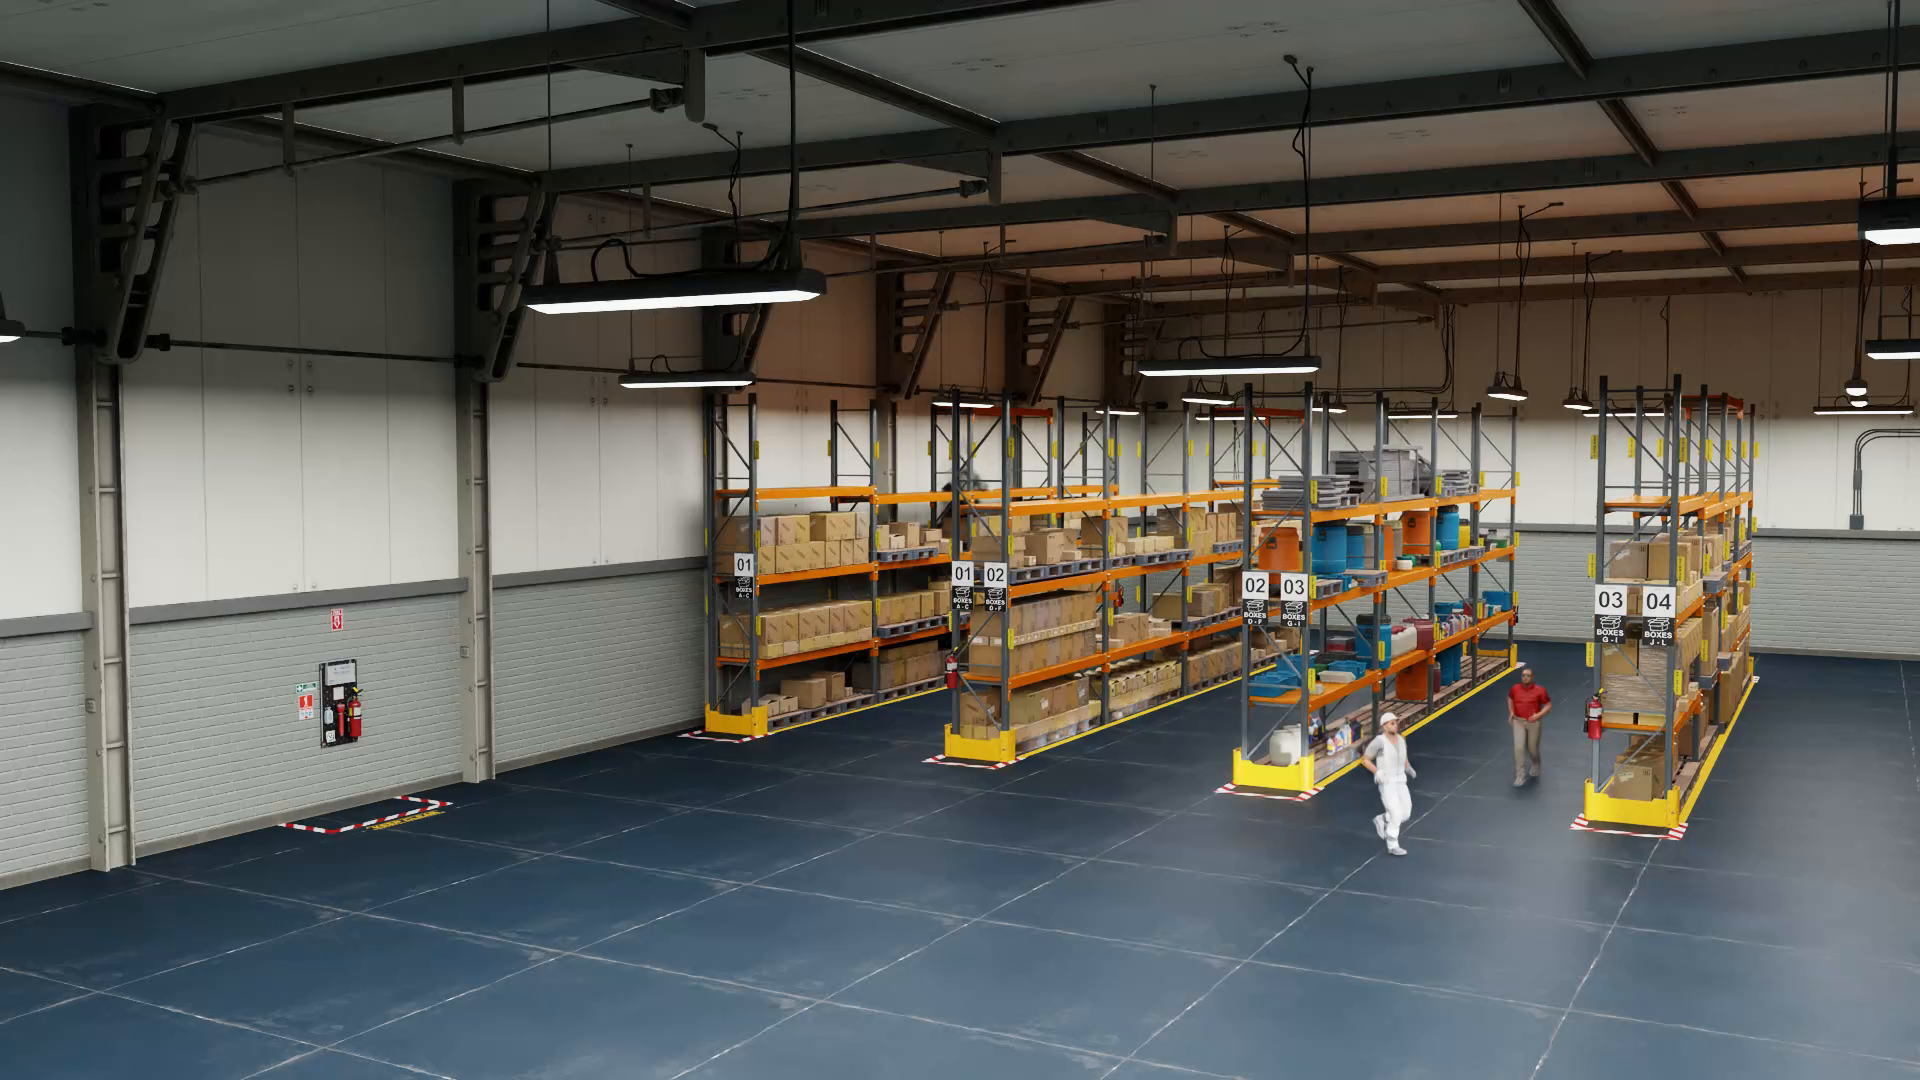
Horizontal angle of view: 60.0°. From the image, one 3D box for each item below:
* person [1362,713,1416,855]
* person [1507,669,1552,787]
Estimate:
[{"bbox_3d":[5.330,3.013,20.691,0.658,1.741,0.687,-2,3,-26],"label":"person"},{"bbox_3d":[8.561,2.798,25.053,0.671,1.737,0.911,2,4,29],"label":"person"}]
